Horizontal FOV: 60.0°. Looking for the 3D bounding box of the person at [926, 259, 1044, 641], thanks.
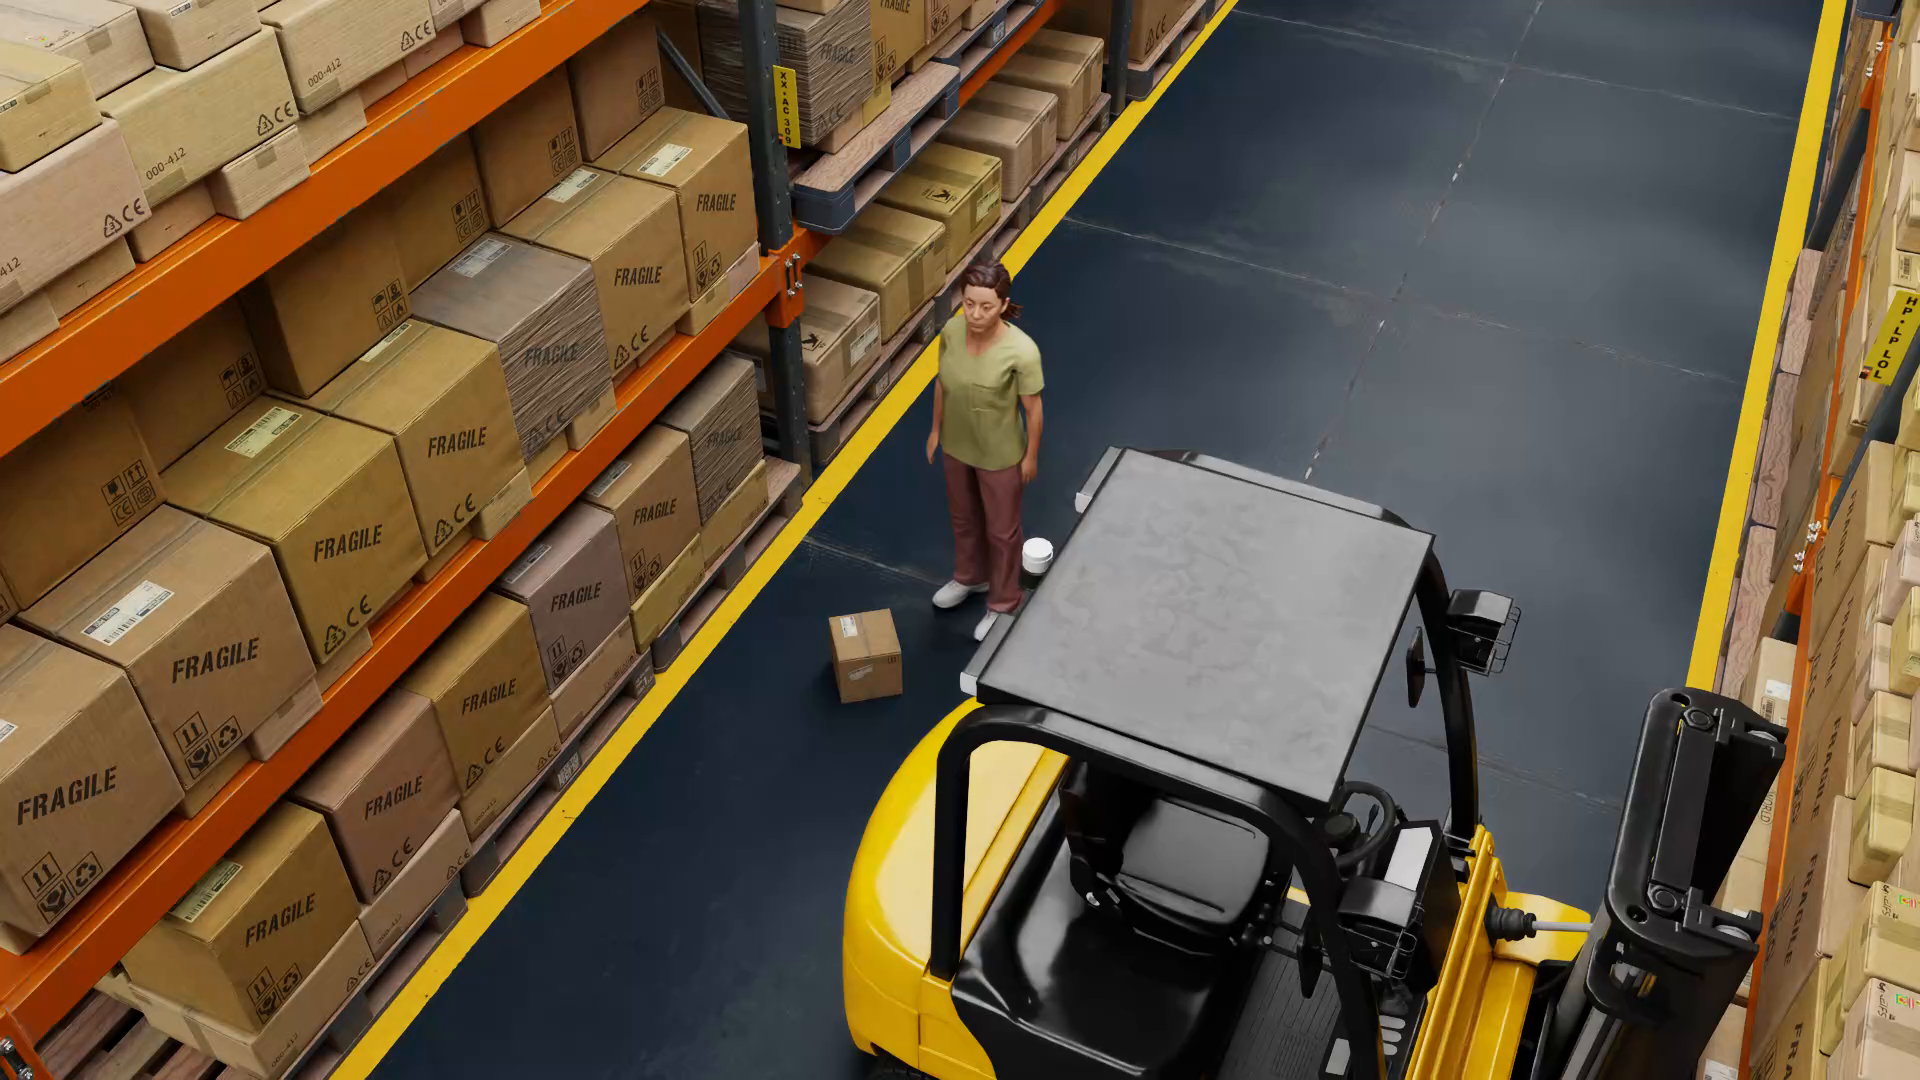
[{"bbox_3d":[0.073,-0.346,6.516,0.469,1.675,0.402,23,47,24],"label":"person"}]
